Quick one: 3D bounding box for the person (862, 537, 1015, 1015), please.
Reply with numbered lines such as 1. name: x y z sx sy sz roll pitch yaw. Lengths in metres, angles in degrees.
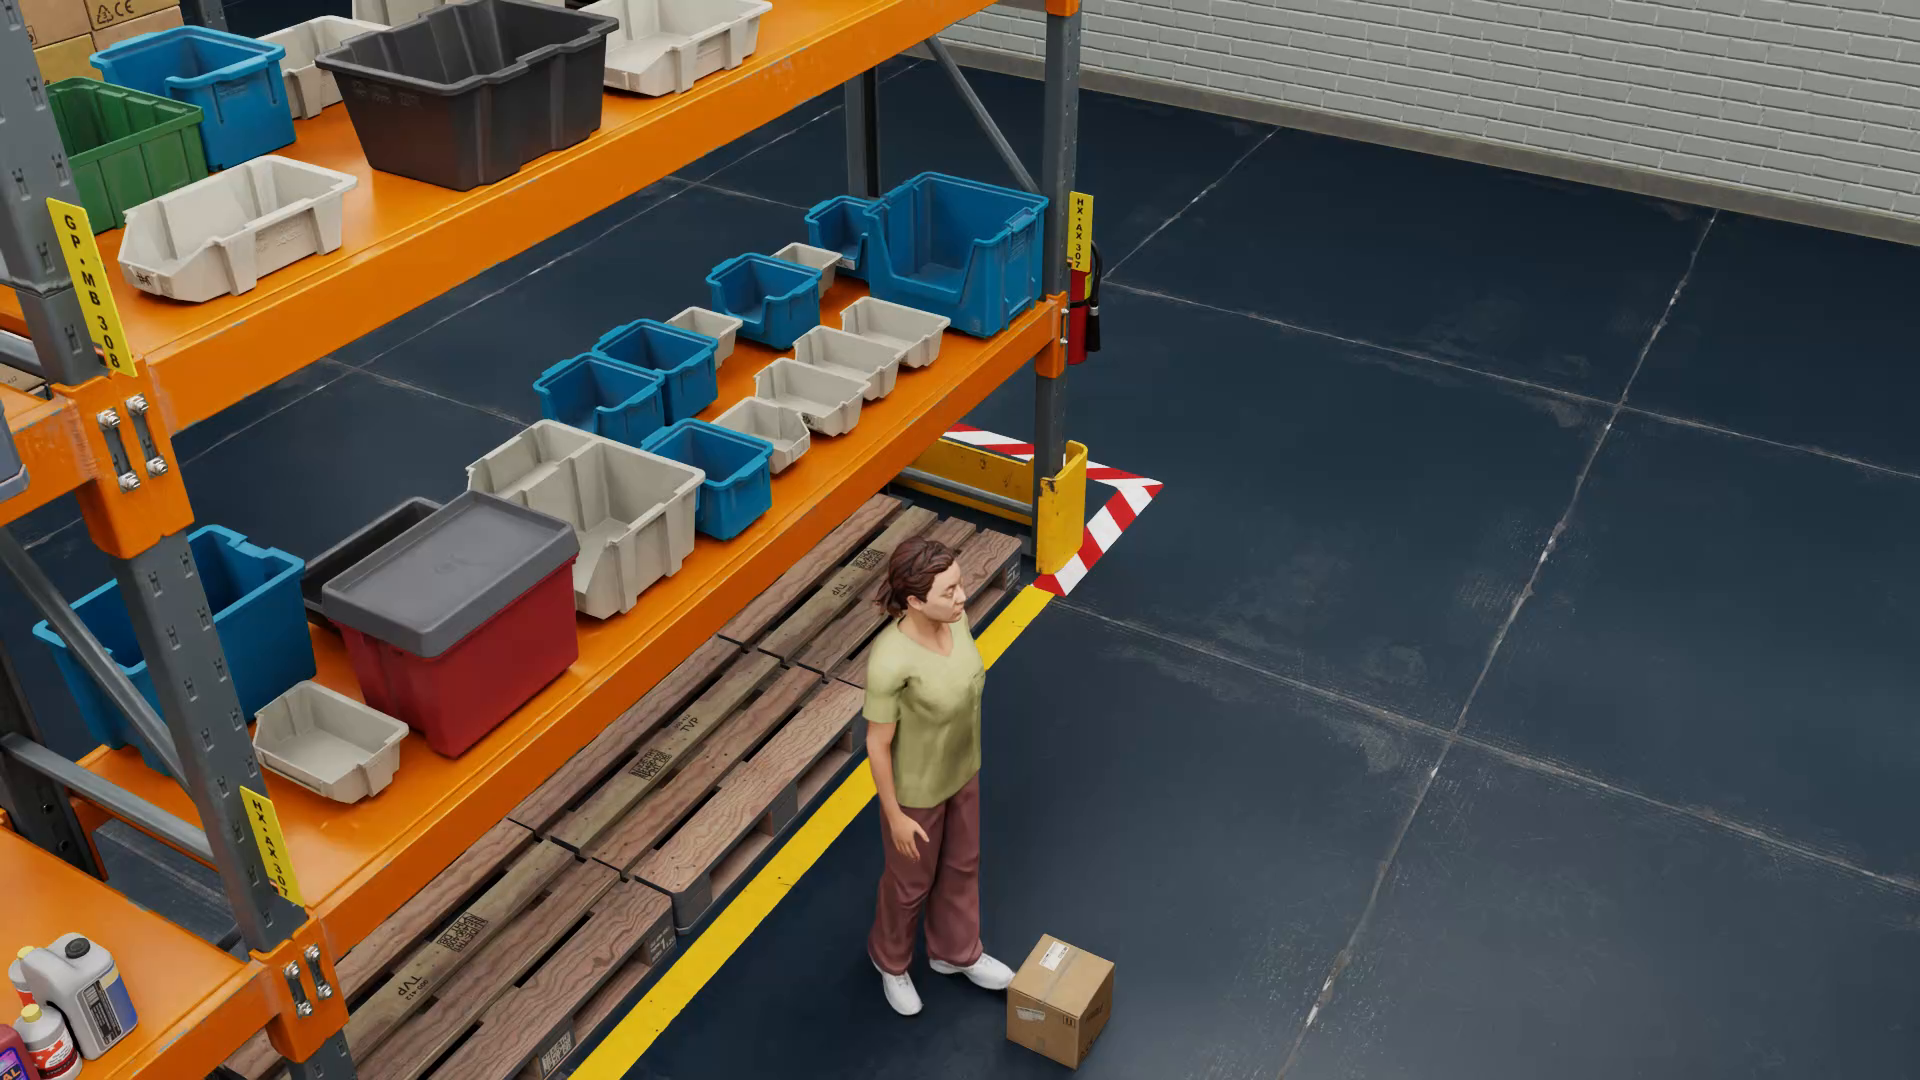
1. person: -0.067 0.747 5.020 0.469 1.683 0.502 23 41 30
